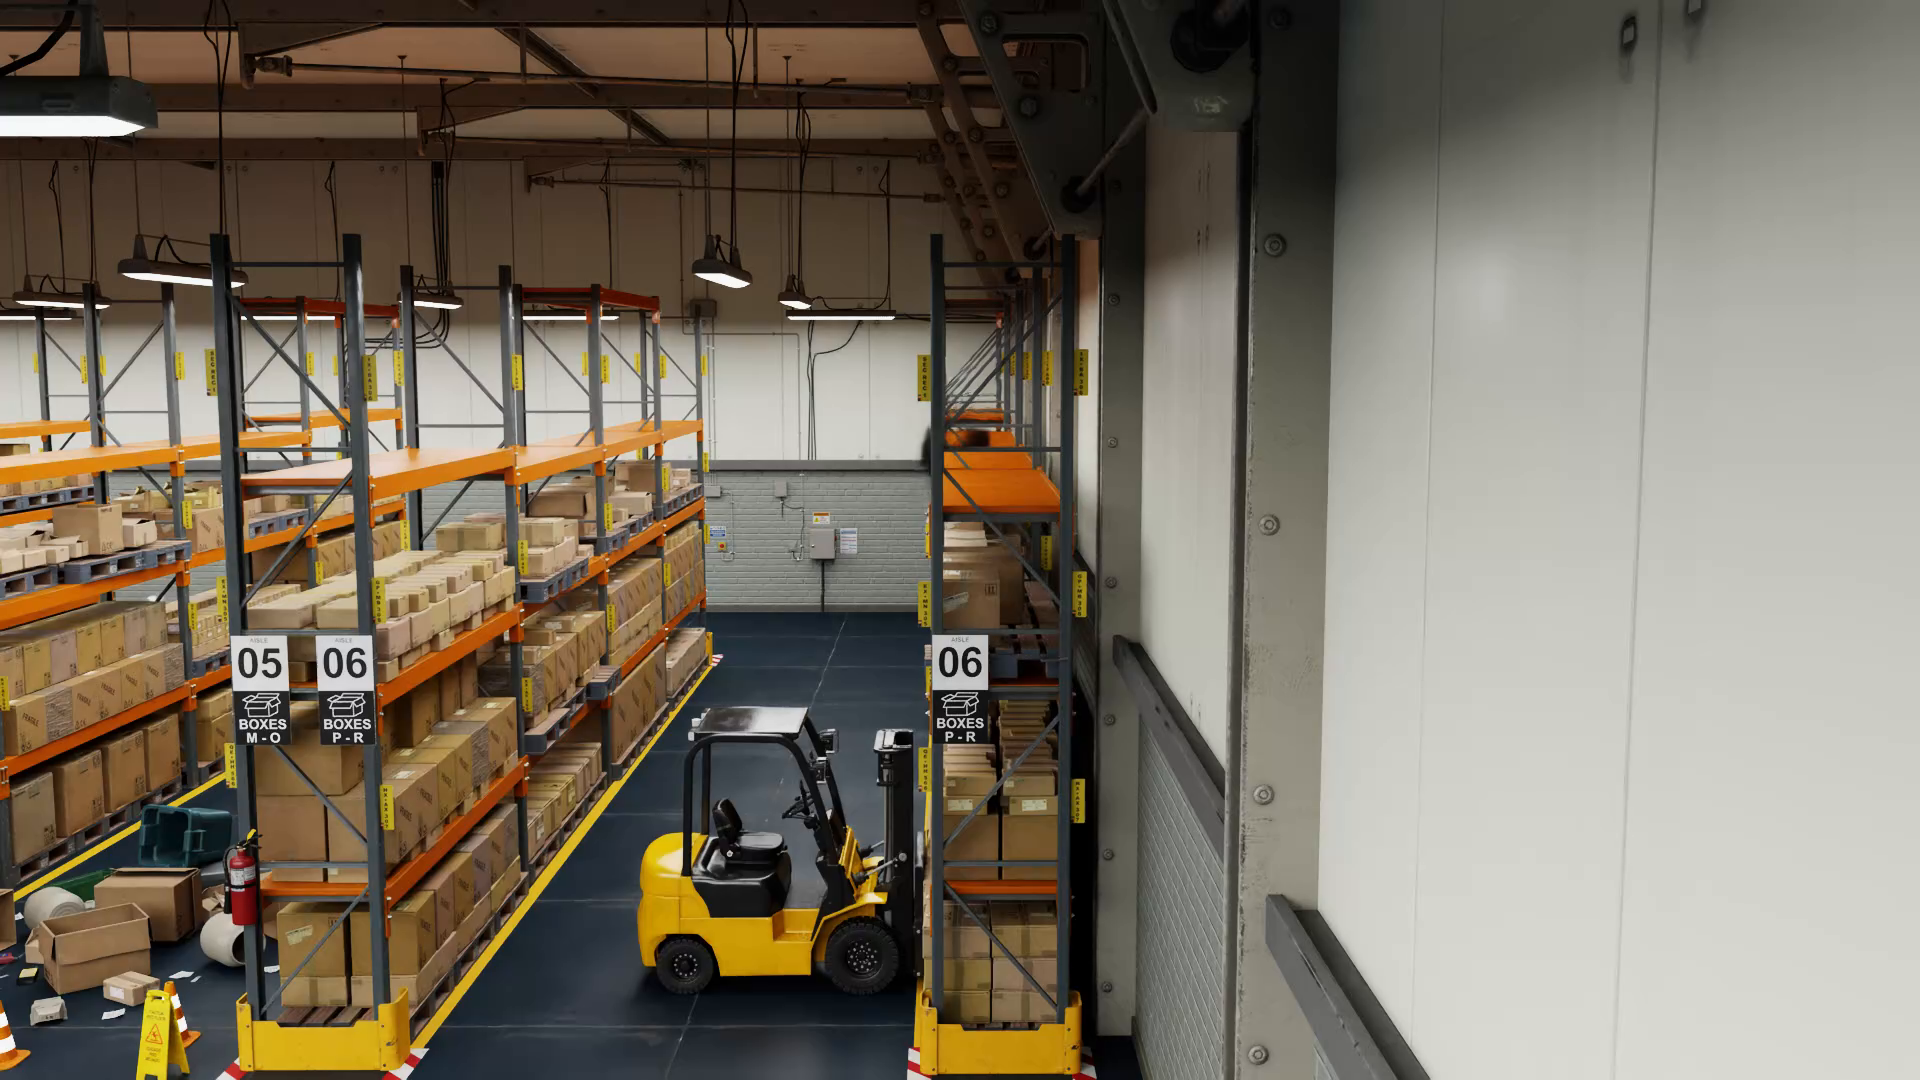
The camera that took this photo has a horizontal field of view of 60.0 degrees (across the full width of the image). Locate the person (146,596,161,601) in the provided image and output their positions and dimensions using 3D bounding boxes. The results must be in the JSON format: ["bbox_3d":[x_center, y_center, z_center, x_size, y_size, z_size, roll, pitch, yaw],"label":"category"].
[{"bbox_3d":[-11.545,1.662,23.886,0.702,1.725,0.617,1,6,8],"label":"person"}]
